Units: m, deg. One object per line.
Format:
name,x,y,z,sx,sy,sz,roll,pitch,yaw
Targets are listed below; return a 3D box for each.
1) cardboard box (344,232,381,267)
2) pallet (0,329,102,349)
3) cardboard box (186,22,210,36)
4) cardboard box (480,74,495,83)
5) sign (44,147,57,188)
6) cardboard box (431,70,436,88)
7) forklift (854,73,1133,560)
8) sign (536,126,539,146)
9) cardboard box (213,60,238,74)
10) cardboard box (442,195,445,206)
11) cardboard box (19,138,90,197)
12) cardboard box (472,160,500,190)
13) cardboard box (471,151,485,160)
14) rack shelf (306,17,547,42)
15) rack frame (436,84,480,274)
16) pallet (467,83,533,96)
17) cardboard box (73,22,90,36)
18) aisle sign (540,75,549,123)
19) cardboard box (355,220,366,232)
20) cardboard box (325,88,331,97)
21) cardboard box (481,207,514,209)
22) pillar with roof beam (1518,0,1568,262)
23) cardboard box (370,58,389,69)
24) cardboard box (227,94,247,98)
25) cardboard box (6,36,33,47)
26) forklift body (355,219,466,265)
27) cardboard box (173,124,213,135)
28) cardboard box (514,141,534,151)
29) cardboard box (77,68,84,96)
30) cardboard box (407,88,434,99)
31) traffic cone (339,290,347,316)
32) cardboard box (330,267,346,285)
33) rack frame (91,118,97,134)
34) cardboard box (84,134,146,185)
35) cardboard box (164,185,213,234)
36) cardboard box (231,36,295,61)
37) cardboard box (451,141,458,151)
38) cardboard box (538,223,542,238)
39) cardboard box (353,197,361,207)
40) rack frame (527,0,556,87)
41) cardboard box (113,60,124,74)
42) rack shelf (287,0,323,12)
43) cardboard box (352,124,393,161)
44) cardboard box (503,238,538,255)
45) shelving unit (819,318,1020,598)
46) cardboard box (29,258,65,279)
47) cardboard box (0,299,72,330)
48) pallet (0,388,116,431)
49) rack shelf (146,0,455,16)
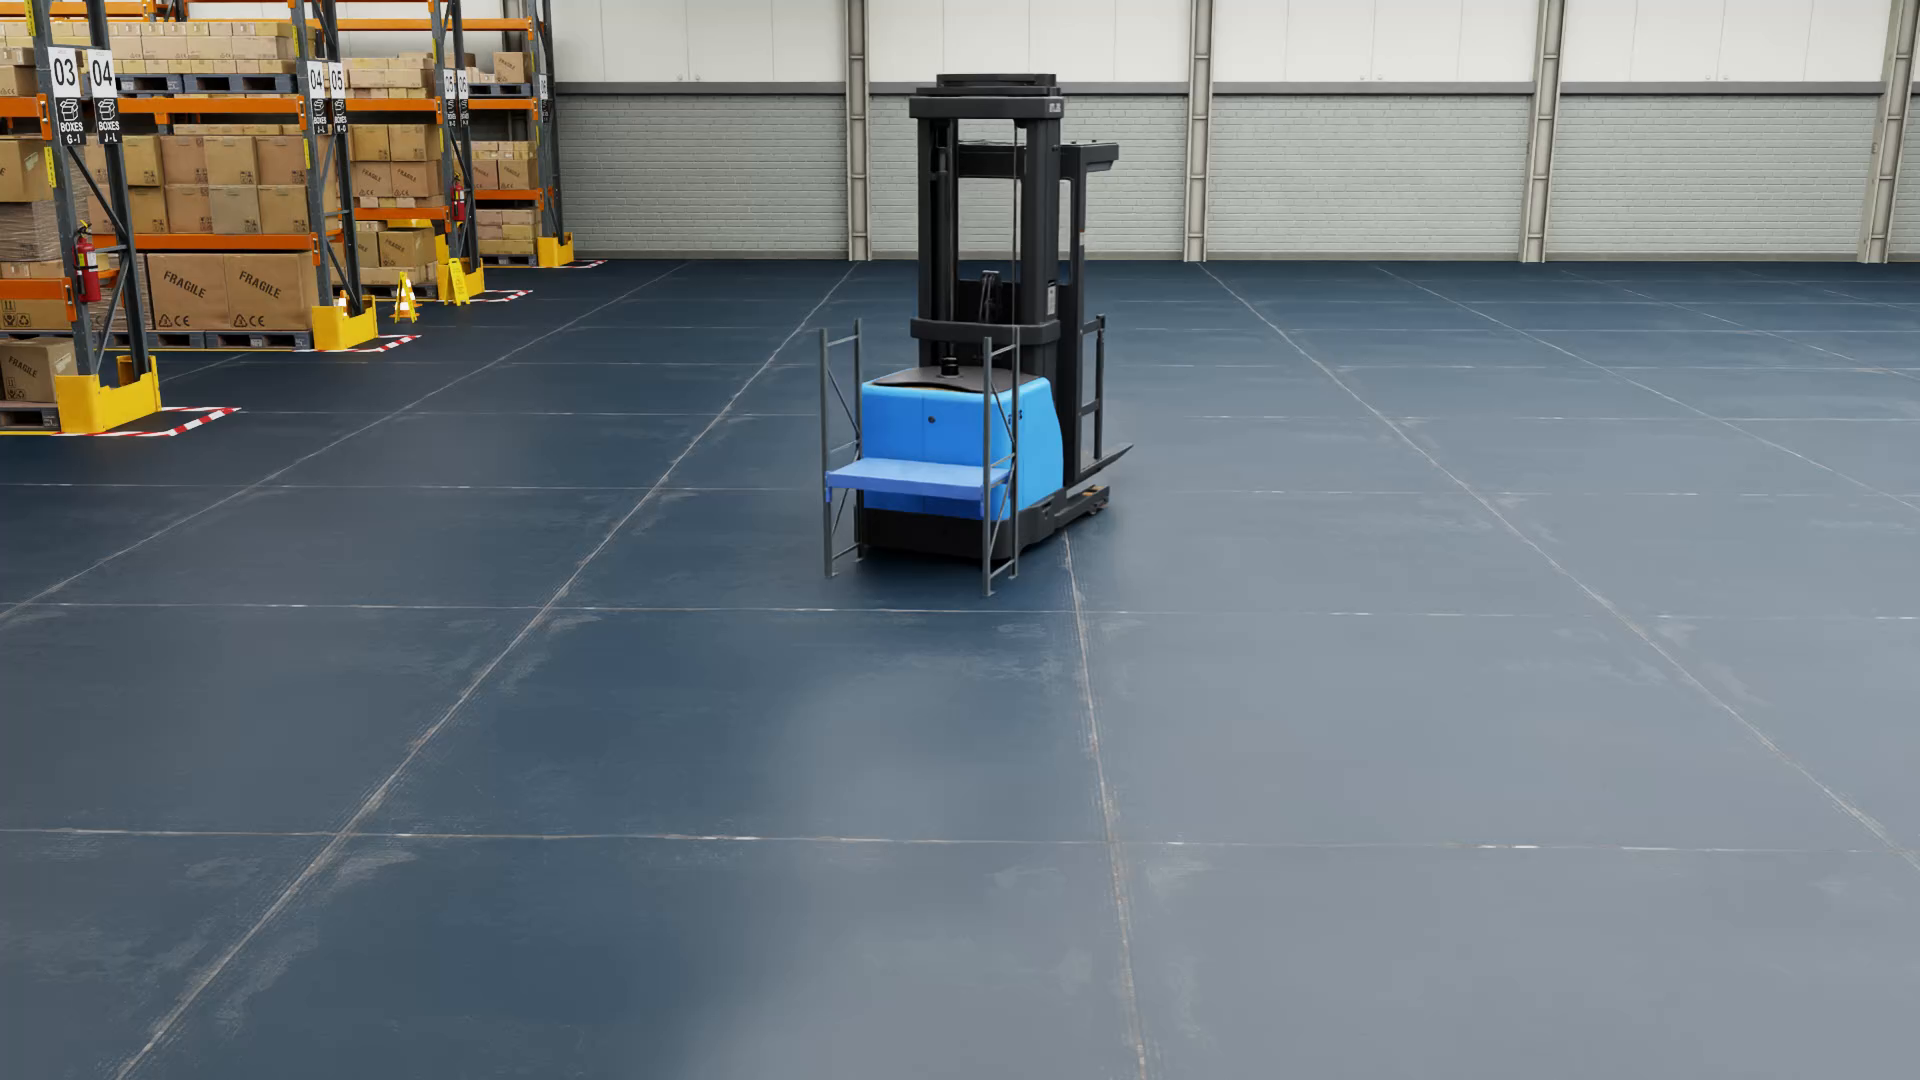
cardboard box,-8.574,-4.220,24.051,0.500,0.500,0.500,1,15,4
pallet,-10.511,-2.432,19.645,1.213,0.211,1.003,0,15,1
cardboard box,-8.380,-5.666,18.465,0.250,0.149,0.380,1,15,2
cardboard box,-7.958,-7.816,28.180,0.250,0.149,0.380,0,15,0
sign,-7.532,-3.086,13.769,0.005,0.325,0.100,0,15,1
cardboard box,-7.740,-6.635,23.940,0.500,0.250,0.500,0,15,0
forklift,0.399,-1.625,11.252,1.130,2.935,3.031,7,16,24
sign,-7.149,-6.844,28.168,0.005,0.325,0.100,0,15,1
cardboard box,-8.120,-5.279,18.561,0.250,0.149,0.380,1,15,2
cardboard box,-7.579,-4.976,24.312,0.250,0.149,0.380,0,15,2
cardboard box,-8.041,-3.264,14.592,0.500,0.500,0.500,0,15,1
cardboard box,-8.139,-6.298,28.637,0.500,0.500,0.500,1,15,3
cardboard box,-8.237,-6.617,28.572,0.250,0.149,0.380,0,15,1
rack shelf,-9.121,-8.681,28.297,4.000,0.370,1.077,0,15,1
rack frame,-7.245,-5.042,24.072,0.127,3.000,1.000,0,15,1
pallet,-7.828,-7.727,28.541,1.213,0.211,1.003,0,15,1
cardboard box,-9.641,-5.674,18.497,0.250,0.149,0.380,0,15,1
aisle sign,-7.063,-7.490,28.253,0.004,0.787,0.394,0,15,1
cardboard box,-8.672,-4.519,23.912,0.250,0.149,0.380,1,15,2
cardboard box,-8.888,-6.318,23.518,0.250,0.149,0.380,0,15,0
cardboard box,-8.097,-5.719,29.243,0.500,0.250,0.500,0,15,2
pillar with roof beam,10.090,-8.228,24.387,0.400,9.000,9.100,0,15,1
cardboard box,-8.103,-6.692,23.374,0.250,0.149,0.380,0,15,1
cardboard box,-10.178,-6.332,23.571,0.250,0.149,0.380,1,15,3
cardboard box,-10.283,-5.501,18.622,0.500,0.250,0.500,0,15,1
forklift body,-9.064,-5.445,27.261,1.214,2.155,2.313,0,15,1
cardboard box,-10.809,-5.686,23.772,0.500,0.500,0.700,0,15,1
cardboard box,-7.485,-6.763,28.541,0.250,0.149,0.380,0,15,2
cardboard box,-7.973,-3.962,14.391,0.500,0.250,0.500,1,15,3
cardboard box,-7.608,-6.302,23.460,0.250,0.149,0.380,0,15,2
traffic cone,-7.765,-2.918,20.994,0.334,0.463,0.336,0,15,1
cardboard box,-9.100,-3.860,24.157,0.500,0.250,0.500,0,15,-1
rack frame,-15.119,-6.360,29.067,0.127,3.000,1.000,0,15,1
cardboard box,-9.812,-4.376,19.137,0.550,0.550,0.875,0,15,1
cardboard box,-8.749,-3.876,19.359,0.550,0.550,0.875,0,15,1
cardboard box,-7.766,-5.484,18.559,0.500,0.250,0.500,1,15,2
cardboard box,-8.763,-6.745,28.476,0.250,0.149,0.380,1,15,3
cardboard box,-7.586,-5.479,29.316,0.500,0.250,0.500,1,15,2
cardboard box,-8.646,-4.881,23.952,0.250,0.149,0.380,1,15,2
rack frame,-7.122,-9.209,28.104,0.127,3.000,1.000,0,15,1
cardboard box,-9.393,-5.287,18.591,0.250,0.149,0.380,1,15,2
rack shelf,-9.269,-6.152,18.711,4.000,0.370,1.077,0,15,1
cardboard box,-8.267,-5.671,23.715,0.500,0.500,0.700,1,15,2
cardboard box,-7.599,-5.104,28.873,0.500,0.250,0.500,0,15,2
shelving unit,-0.232,-0.500,9.796,1.048,1.500,0.538,6,16,21
cardboard box,-7.788,-2.343,14.332,0.250,0.149,0.380,0,15,1
cardboard box,-10.642,-2.959,19.518,0.875,0.875,0.875,1,15,2
pallet,-8.385,-1.182,14.905,1.213,0.211,1.003,0,15,1
rack shelf,-9.244,-7.607,23.448,4.000,0.370,1.077,0,15,1
